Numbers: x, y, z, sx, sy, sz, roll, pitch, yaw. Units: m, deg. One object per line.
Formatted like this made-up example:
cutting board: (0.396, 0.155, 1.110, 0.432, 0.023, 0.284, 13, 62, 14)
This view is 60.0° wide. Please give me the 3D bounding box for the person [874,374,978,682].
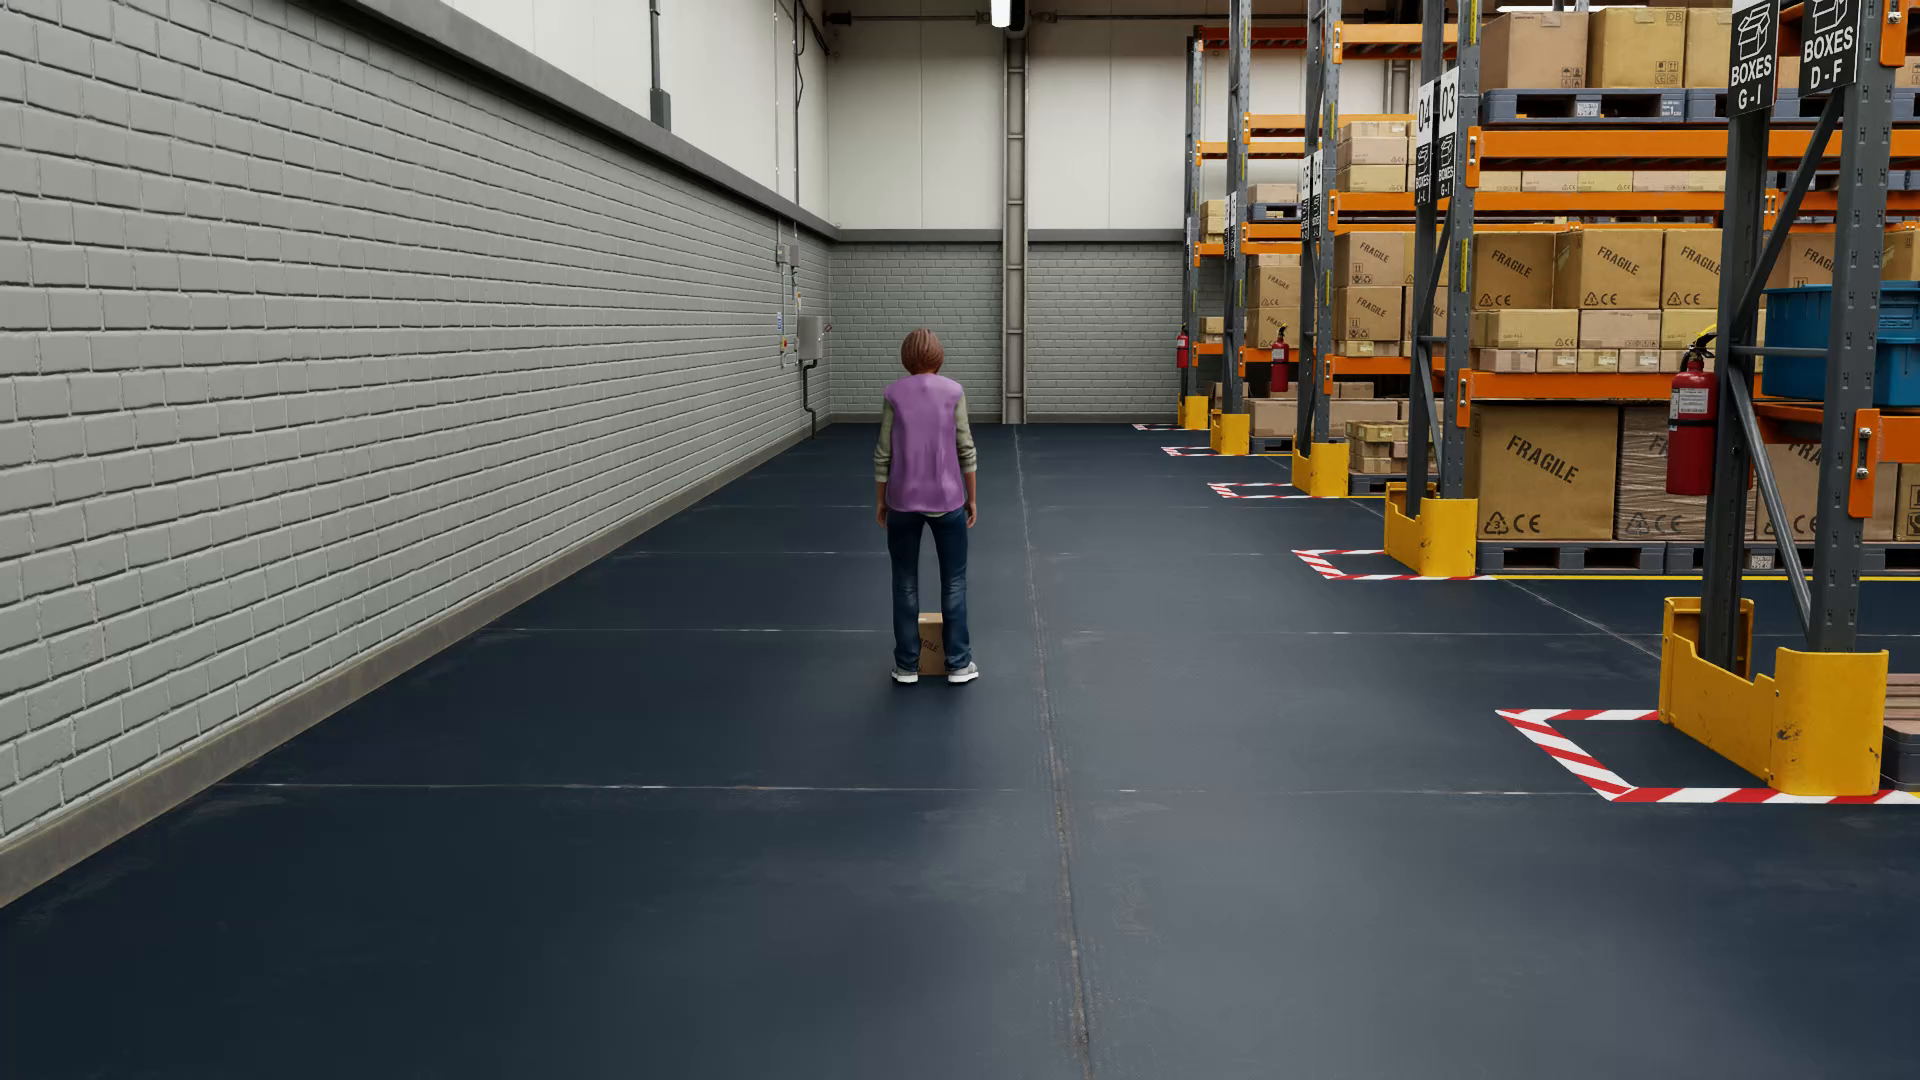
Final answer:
person: (-0.151, -0.048, 7.466, 0.467, 1.393, 0.334, 0, 7, 1)
